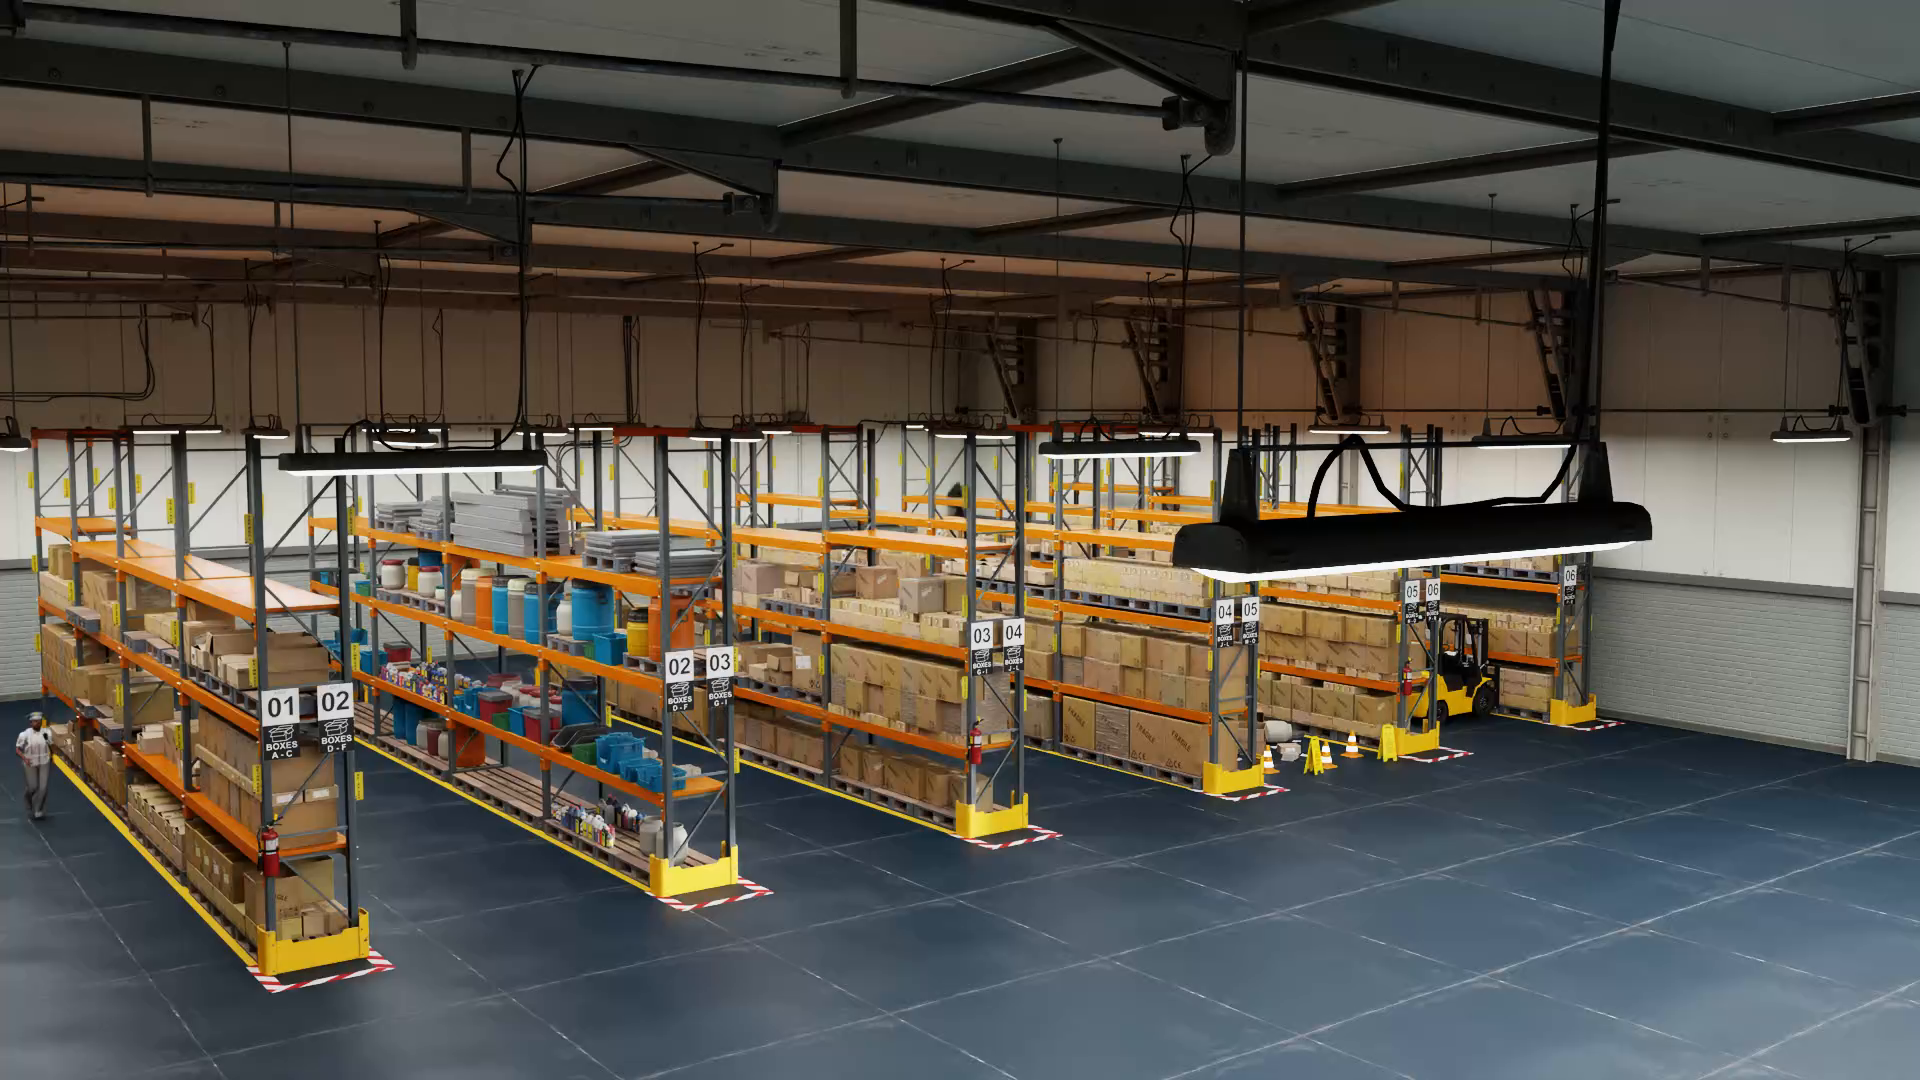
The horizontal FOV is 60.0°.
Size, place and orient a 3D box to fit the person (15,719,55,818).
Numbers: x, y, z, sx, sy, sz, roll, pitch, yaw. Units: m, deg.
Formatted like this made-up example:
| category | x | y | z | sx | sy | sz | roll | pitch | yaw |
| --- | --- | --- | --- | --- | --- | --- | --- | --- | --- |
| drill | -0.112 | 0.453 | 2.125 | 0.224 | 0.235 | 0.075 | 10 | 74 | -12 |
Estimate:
| category | x | y | z | sx | sy | sz | roll | pitch | yaw |
| --- | --- | --- | --- | --- | --- | --- | --- | --- | --- |
| person | -14.338 | 3.504 | 25.838 | 0.555 | 1.598 | 0.549 | -4 | 6 | -43 |

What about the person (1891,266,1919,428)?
| category | x | y | z | sx | sy | sz | roll | pitch | yaw |
| --- | --- | --- | --- | --- | --- | --- | --- | --- | --- |
| person | 11.029 | -0.839 | 33.963 | 2.141 | 8.994 | 25.335 | -4 | 6 | -44 |

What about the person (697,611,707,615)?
| category | x | y | z | sx | sy | sz | roll | pitch | yaw |
| --- | --- | --- | --- | --- | --- | --- | --- | --- | --- |
| person | -6.290 | 2.270 | 40.373 | 0.510 | 1.641 | 0.549 | 1 | 5 | 12 |

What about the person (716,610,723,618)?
| category | x | y | z | sx | sy | sz | roll | pitch | yaw |
| --- | --- | --- | --- | --- | --- | --- | --- | --- | --- |
| person | -6.086 | 2.384 | 41.360 | 0.489 | 1.286 | 0.603 | -3 | 5 | -29 |
